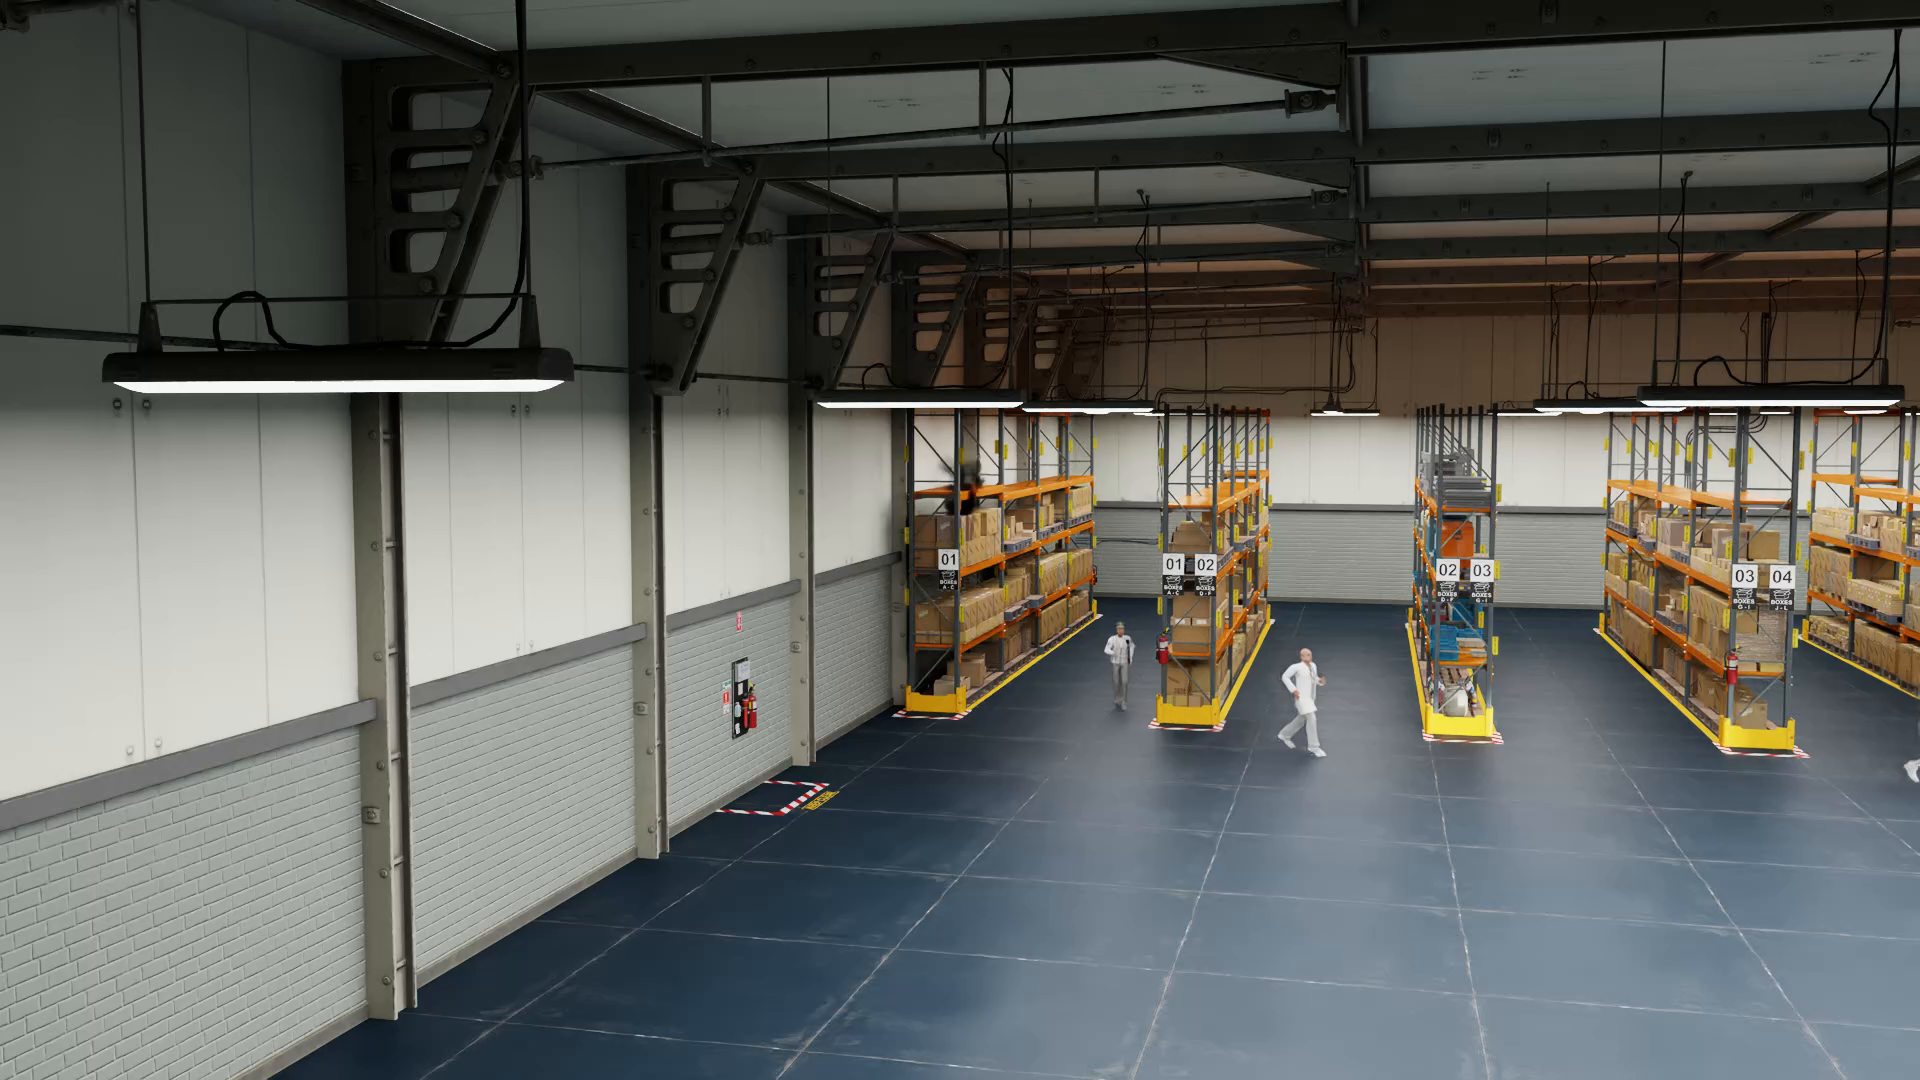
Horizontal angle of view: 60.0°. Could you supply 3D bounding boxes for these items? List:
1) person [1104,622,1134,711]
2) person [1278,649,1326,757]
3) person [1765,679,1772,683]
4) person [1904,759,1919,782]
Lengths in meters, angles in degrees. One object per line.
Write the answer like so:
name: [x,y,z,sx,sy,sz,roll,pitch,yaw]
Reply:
person: [3.160,2.479,32.962,0.596,1.742,0.775,0,4,4]
person: [5.899,2.754,28.509,0.981,1.814,0.680,4,6,42]
person: [17.718,2.178,36.402,0.628,1.822,0.825,0,4,6]
person: [15.099,2.994,25.615,0.708,1.760,0.862,-4,5,-40]
